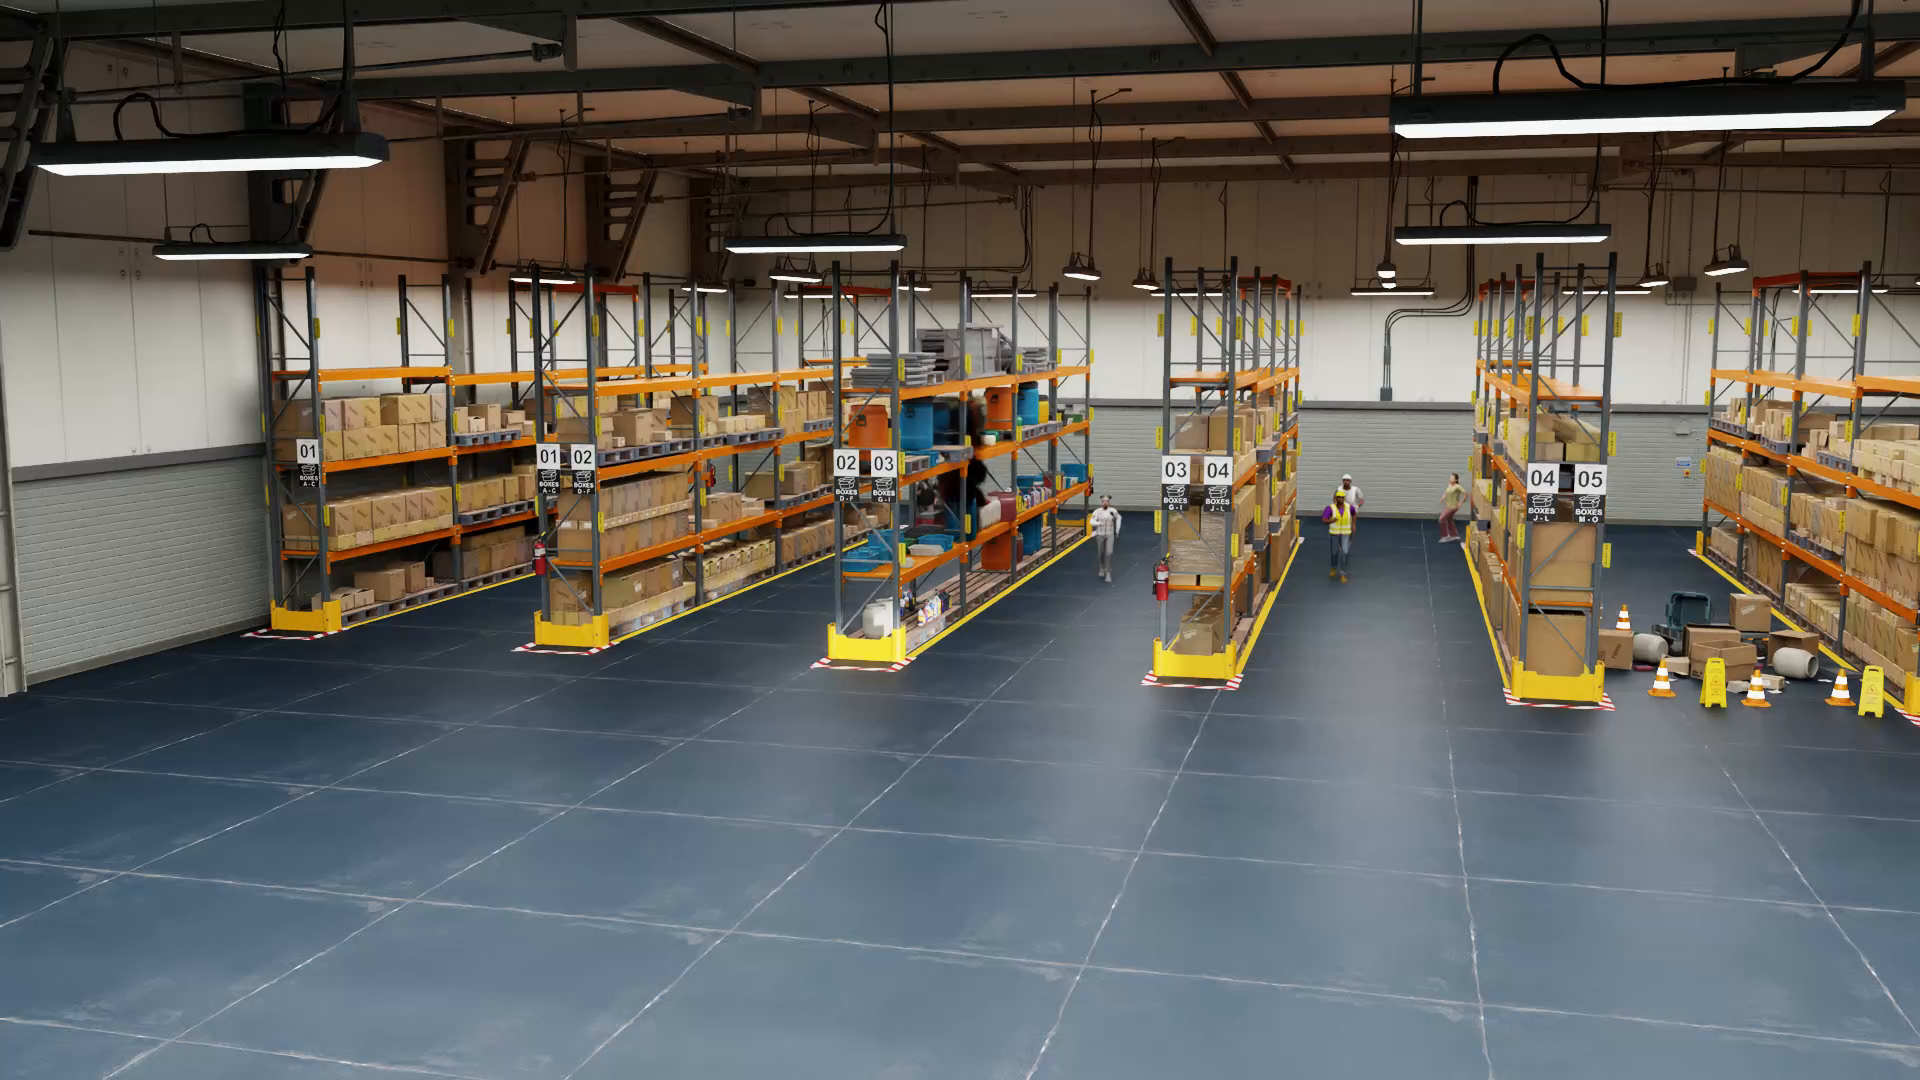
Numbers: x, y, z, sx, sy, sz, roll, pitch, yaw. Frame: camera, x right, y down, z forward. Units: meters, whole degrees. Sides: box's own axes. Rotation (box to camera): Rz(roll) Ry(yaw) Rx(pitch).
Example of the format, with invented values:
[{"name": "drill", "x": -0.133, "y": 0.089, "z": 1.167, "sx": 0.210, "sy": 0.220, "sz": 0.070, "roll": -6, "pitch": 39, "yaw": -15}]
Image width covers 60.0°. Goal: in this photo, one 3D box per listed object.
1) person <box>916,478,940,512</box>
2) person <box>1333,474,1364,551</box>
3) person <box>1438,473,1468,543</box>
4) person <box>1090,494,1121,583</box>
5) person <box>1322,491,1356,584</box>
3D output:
[{"name": "person", "x": -0.796, "y": -0.770, "z": 38.806, "sx": 0.639, "sy": 1.774, "sz": 0.734, "roll": 1, "pitch": 7, "yaw": 4}, {"name": "person", "x": 8.617, "y": -0.566, "z": 36.935, "sx": 0.676, "sy": 1.804, "sz": 0.862, "roll": 2, "pitch": 8, "yaw": 15}, {"name": "person", "x": 11.512, "y": -0.739, "z": 38.912, "sx": 0.676, "sy": 1.667, "sz": 0.635, "roll": -2, "pitch": 7, "yaw": -13}, {"name": "person", "x": 2.899, "y": -0.056, "z": 33.223, "sx": 0.612, "sy": 1.747, "sz": 0.806, "roll": 1, "pitch": 7, "yaw": 6}, {"name": "person", "x": 7.547, "y": -0.084, "z": 33.135, "sx": 0.703, "sy": 1.821, "sz": 0.833, "roll": 1, "pitch": 7, "yaw": 8}]
